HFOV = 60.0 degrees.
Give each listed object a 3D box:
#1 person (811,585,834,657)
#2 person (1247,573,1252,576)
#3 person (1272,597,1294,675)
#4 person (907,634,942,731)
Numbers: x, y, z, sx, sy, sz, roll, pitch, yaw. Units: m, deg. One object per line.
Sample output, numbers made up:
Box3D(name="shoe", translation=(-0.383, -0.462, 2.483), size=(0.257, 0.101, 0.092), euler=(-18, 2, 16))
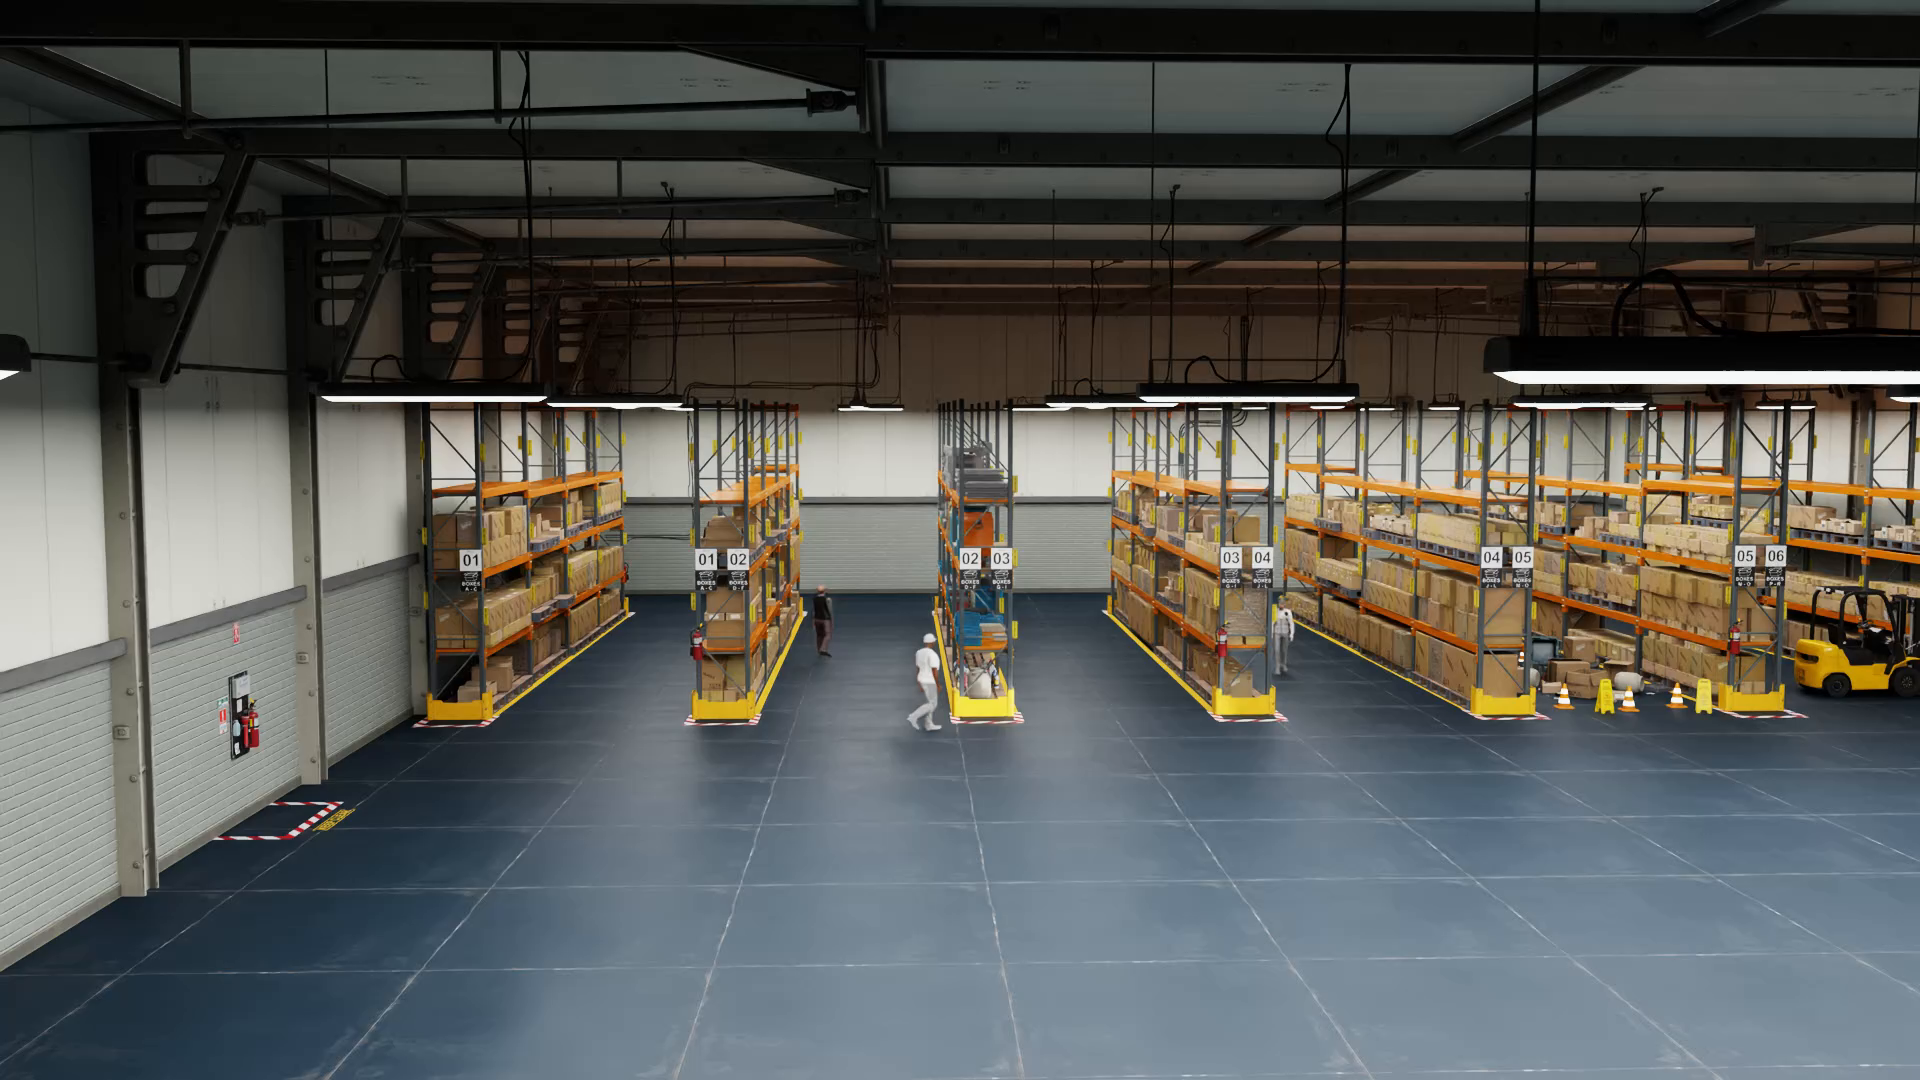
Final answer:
Box3D(name="person", translation=(-3.209, 1.916, 38.915), size=(0.600, 1.707, 0.877), euler=(1, 5, 16))
Box3D(name="person", translation=(7.441, 1.604, 42.541), size=(0.590, 1.718, 1.103), euler=(0, 4, -1))
Box3D(name="person", translation=(7.115, 2.110, 36.762), size=(0.539, 1.698, 0.584), euler=(1, 4, 14))
Box3D(name="person", translation=(-0.641, 2.564, 29.843), size=(0.711, 1.764, 0.564), euler=(-2, 5, -20))
